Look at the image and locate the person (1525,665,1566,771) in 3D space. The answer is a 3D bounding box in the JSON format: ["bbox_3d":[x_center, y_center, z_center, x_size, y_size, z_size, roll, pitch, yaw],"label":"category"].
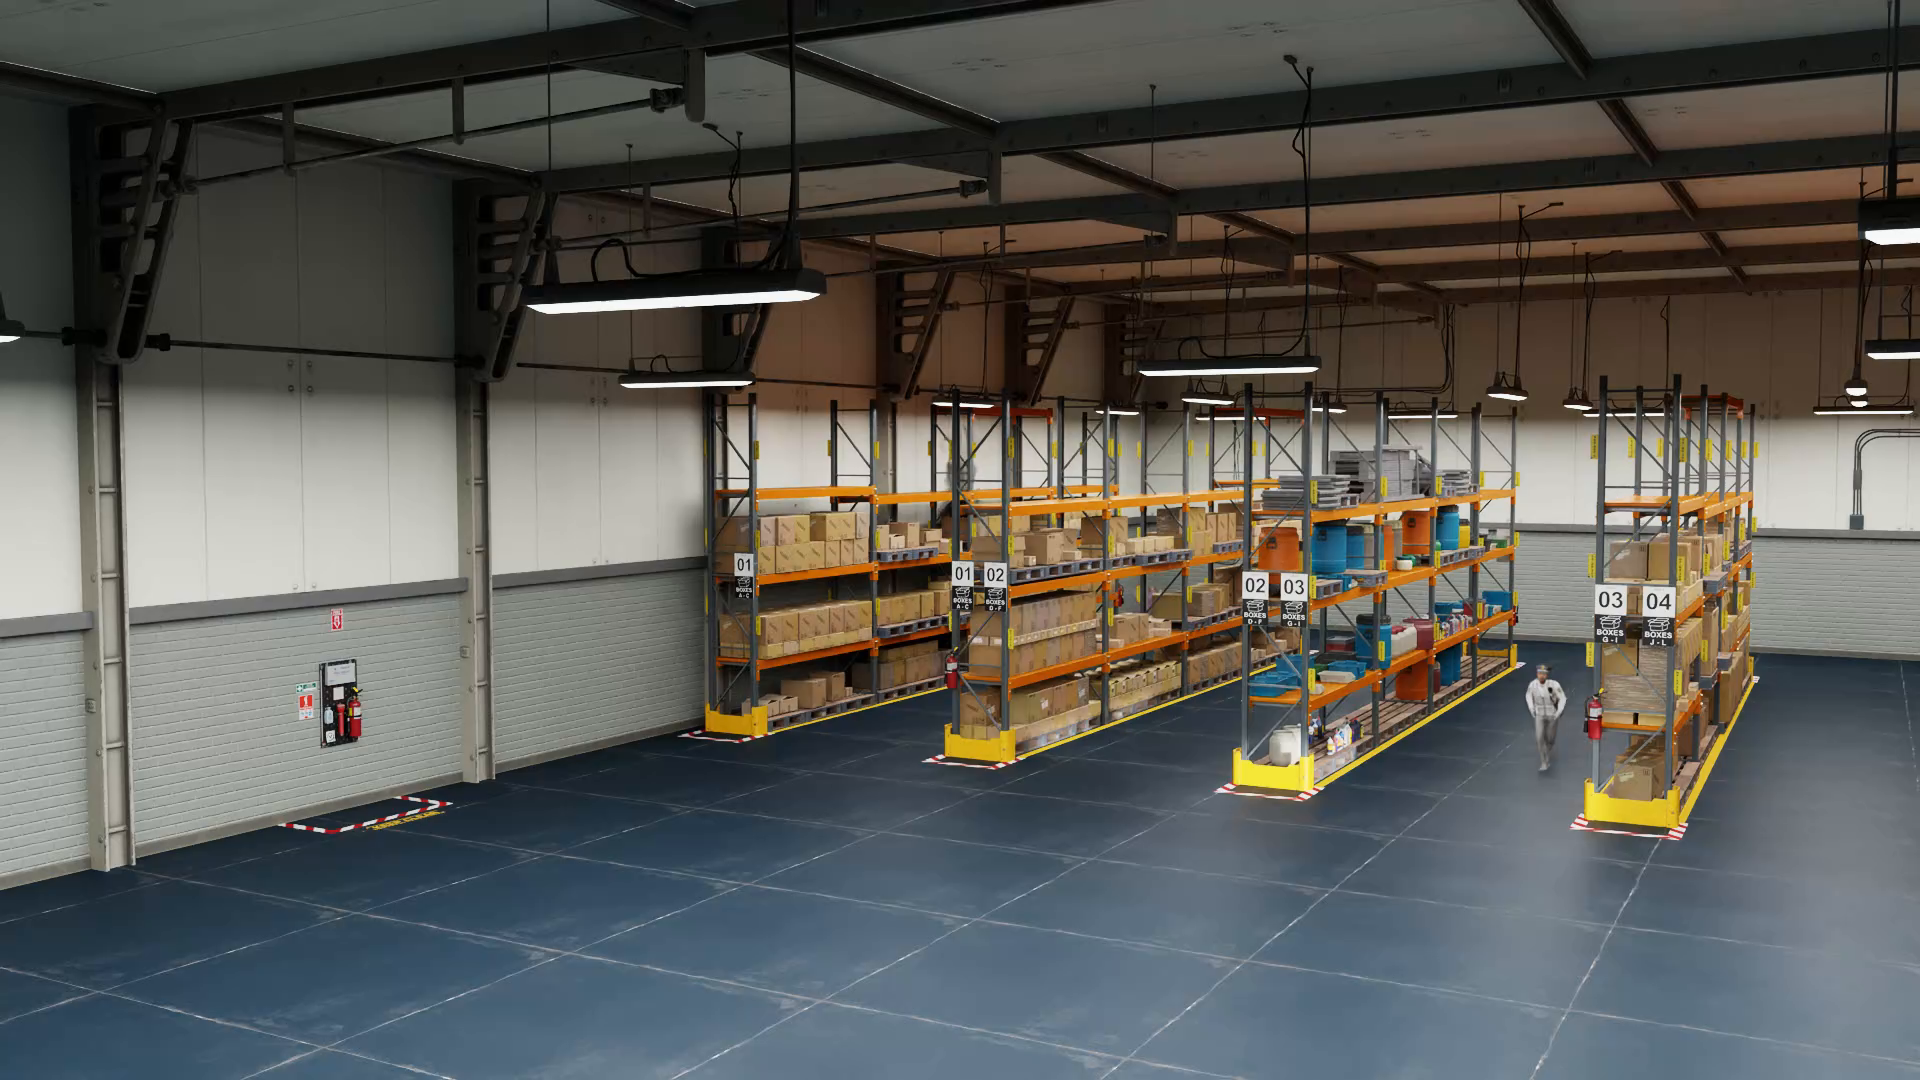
[{"bbox_3d":[9.252,2.784,26.277,0.626,1.678,0.835,2,3,26],"label":"person"}]

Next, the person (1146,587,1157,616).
[{"bbox_3d":[4.958,1.959,42.285,0.566,1.549,0.597,0,3,9],"label":"person"}]
